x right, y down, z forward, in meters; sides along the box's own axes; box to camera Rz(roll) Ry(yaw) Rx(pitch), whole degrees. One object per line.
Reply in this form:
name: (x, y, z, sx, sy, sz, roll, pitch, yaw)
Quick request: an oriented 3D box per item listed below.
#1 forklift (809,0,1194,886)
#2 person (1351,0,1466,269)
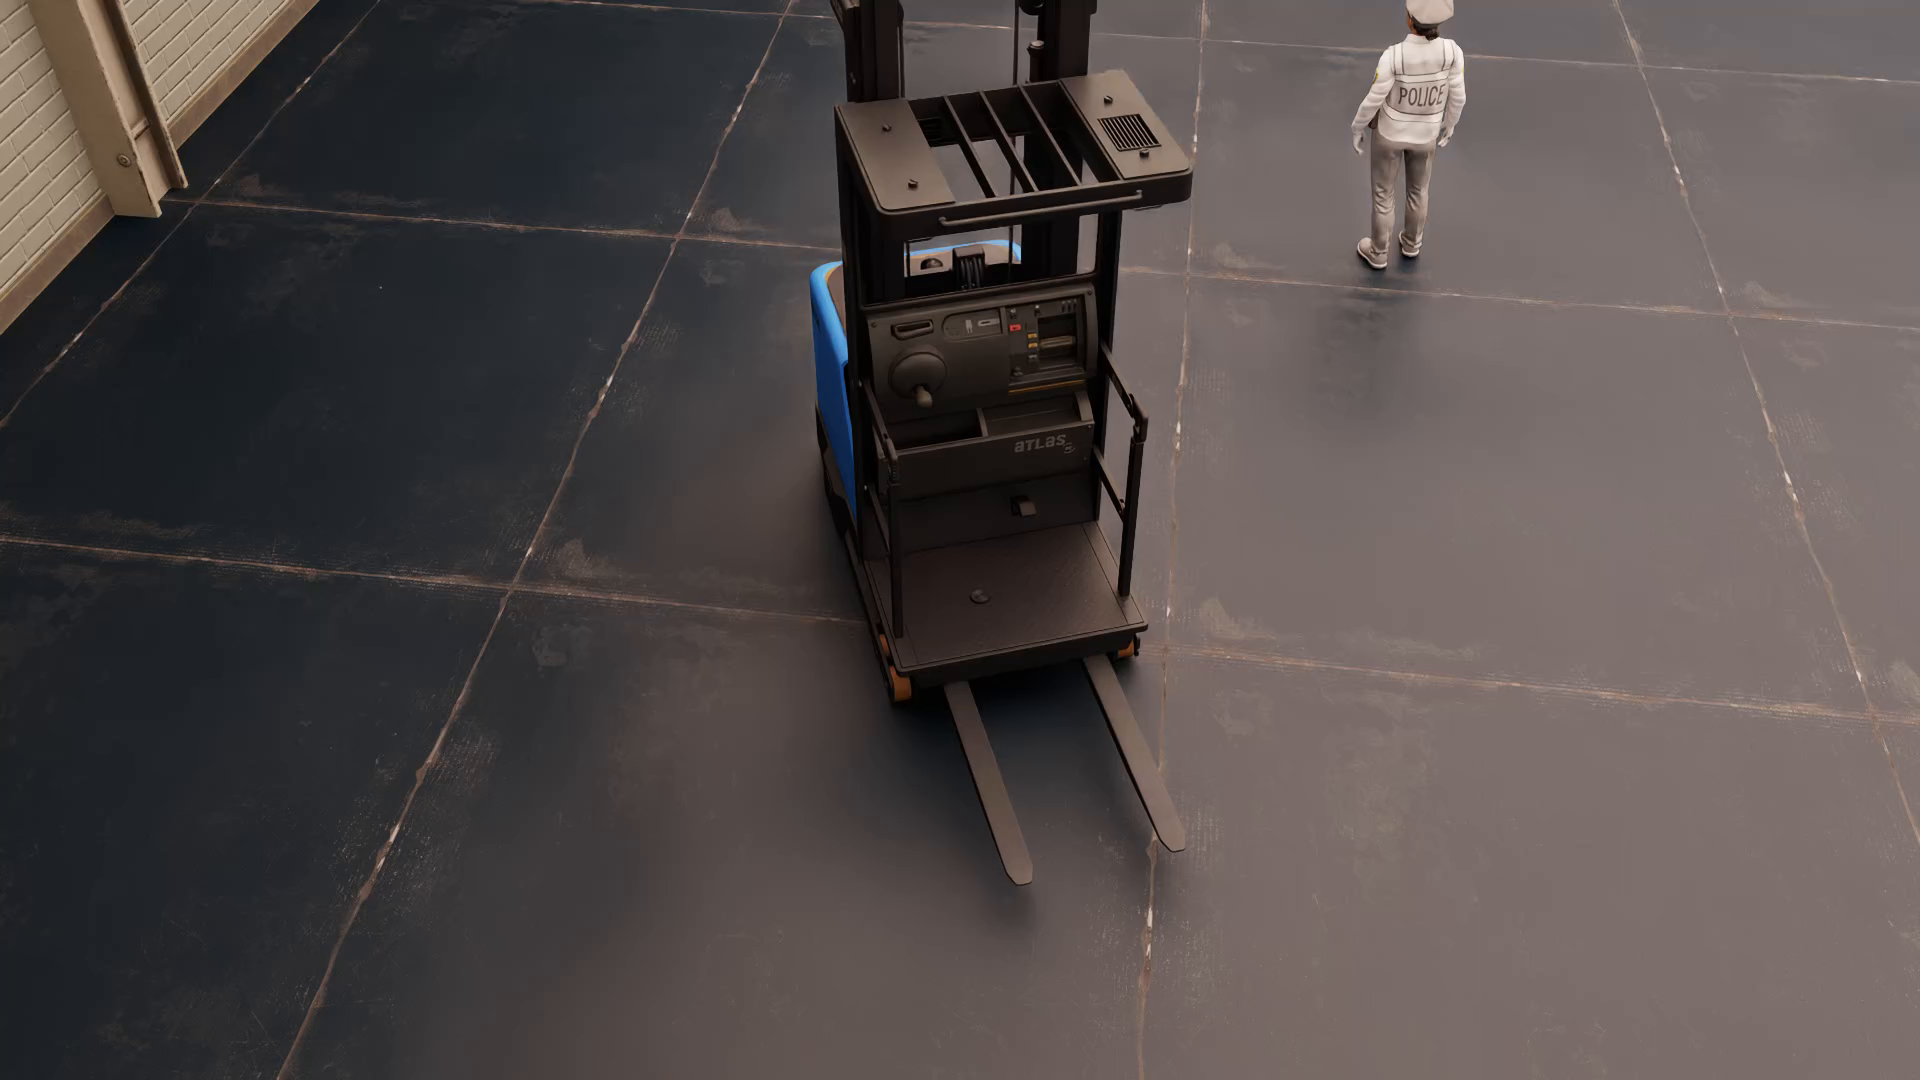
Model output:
forklift: (0.153, -0.681, 6.465, 1.130, 2.935, 3.031, -10, 44, -11)
person: (2.419, -2.261, 9.089, 0.588, 1.694, 0.529, -1, 43, -2)
